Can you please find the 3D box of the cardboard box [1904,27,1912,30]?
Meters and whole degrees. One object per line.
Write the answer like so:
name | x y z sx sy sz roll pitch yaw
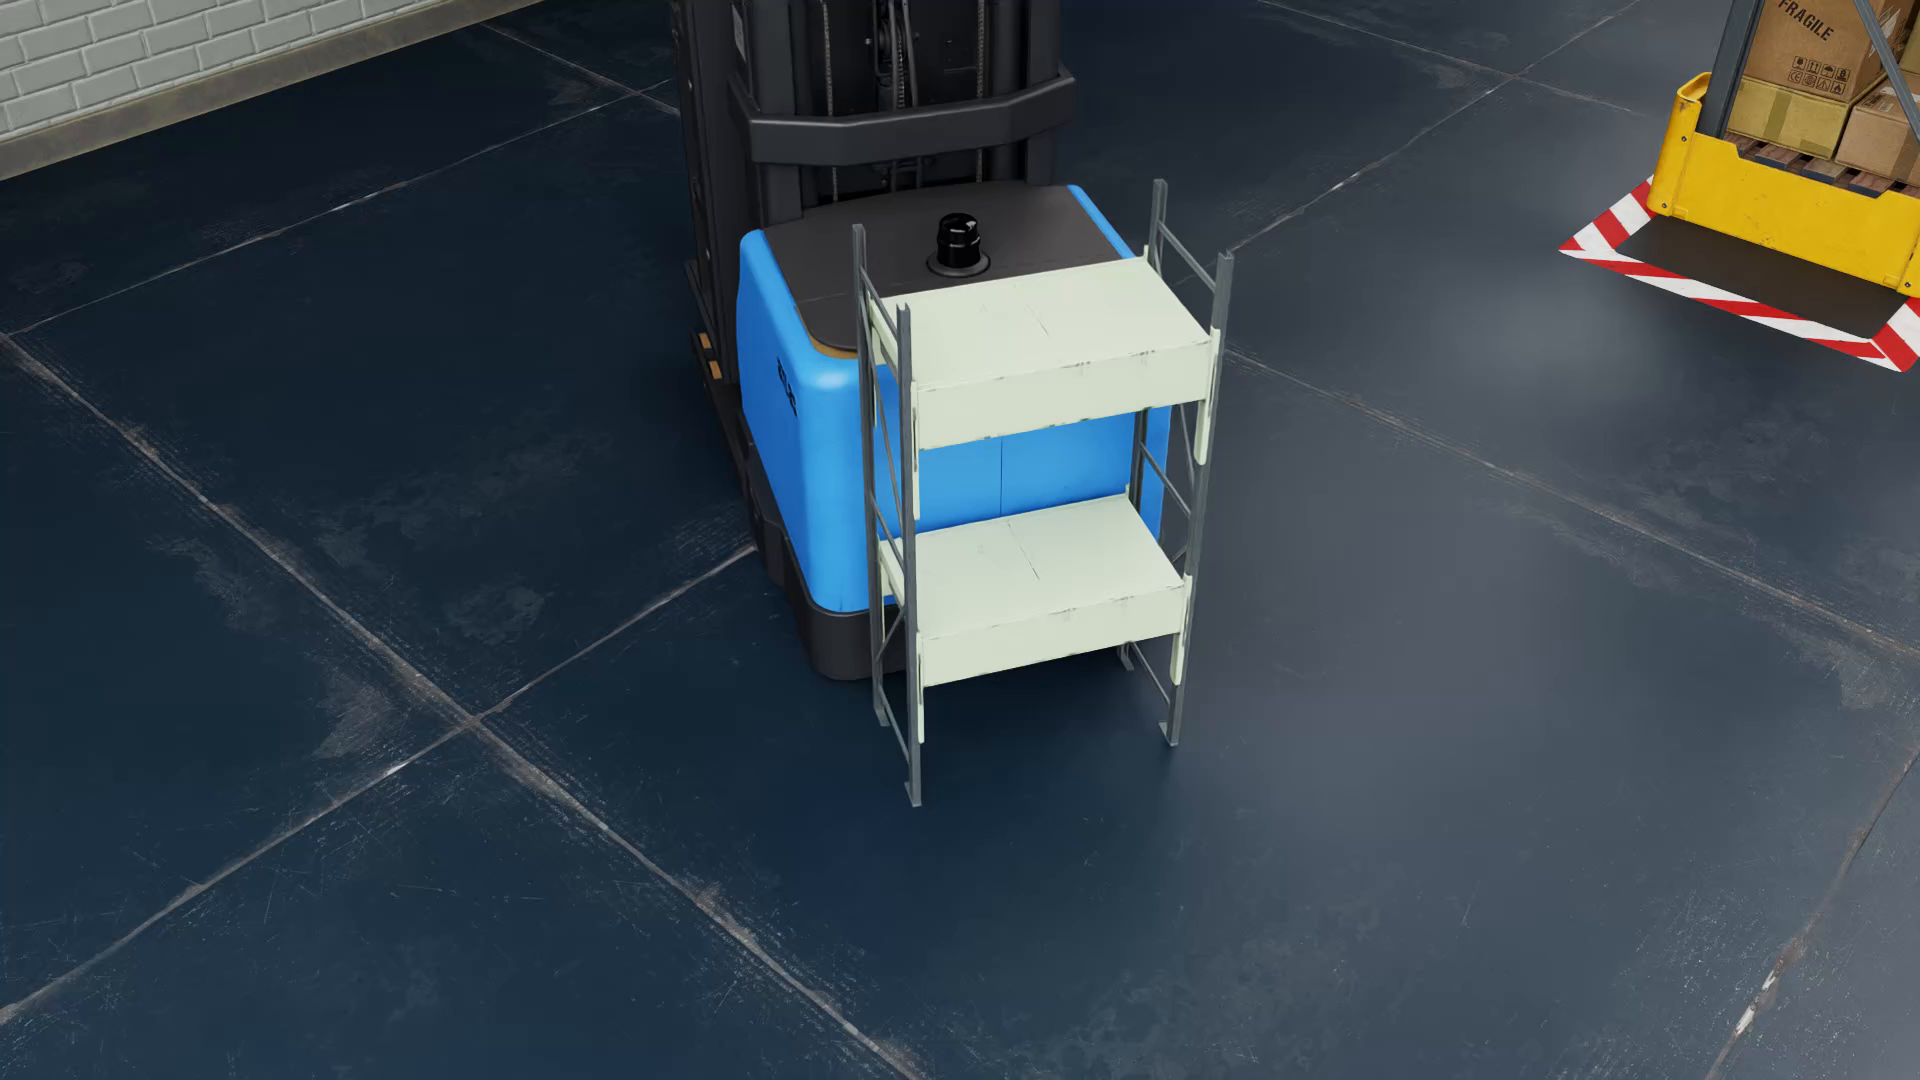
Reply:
cardboard box | 4.242 -2.347 7.664 0.500 0.250 0.500 30 47 32

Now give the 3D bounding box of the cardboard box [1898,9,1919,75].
cardboard box | 4.296 -2.189 6.862 0.500 0.500 0.500 30 47 32

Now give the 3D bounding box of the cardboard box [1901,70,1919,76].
cardboard box | 4.295 -1.896 7.096 0.500 0.250 0.500 30 47 32

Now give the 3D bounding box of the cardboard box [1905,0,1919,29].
cardboard box | 4.240 -2.642 7.432 0.500 0.500 0.500 30 47 32

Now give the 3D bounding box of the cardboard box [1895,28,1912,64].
cardboard box | 3.906 -2.117 7.374 0.500 0.250 0.500 30 47 32

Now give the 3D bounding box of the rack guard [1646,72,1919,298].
rack guard | 3.418 -1.434 6.652 1.175 0.500 0.348 30 47 32

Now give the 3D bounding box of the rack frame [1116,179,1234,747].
rack frame | 0.525 -0.142 4.224 0.023 1.500 0.400 -11 40 -14

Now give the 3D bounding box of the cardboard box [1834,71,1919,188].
cardboard box | 3.960 -1.665 6.805 0.500 0.250 0.500 30 47 32

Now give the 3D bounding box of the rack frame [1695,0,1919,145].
rack frame | 3.434 -2.424 5.888 1.000 3.000 0.127 30 47 32

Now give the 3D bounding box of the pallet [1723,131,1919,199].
pallet | 3.919 -1.701 7.220 1.003 0.211 1.213 30 47 32

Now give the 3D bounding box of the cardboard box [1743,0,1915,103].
cardboard box | 3.576 -2.177 6.846 0.500 0.500 0.500 30 47 32

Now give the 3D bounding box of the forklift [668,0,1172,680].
forklift | -0.332 -1.678 5.006 1.130 2.935 3.031 -11 40 -13

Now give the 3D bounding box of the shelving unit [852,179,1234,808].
shelving unit | 0.177 -0.073 4.137 0.755 1.500 0.431 -11 40 -14

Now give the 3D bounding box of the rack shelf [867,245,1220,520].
rack shelf | 0.177 -0.379 3.894 0.720 0.370 0.431 -11 40 -14

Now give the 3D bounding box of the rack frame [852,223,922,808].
rack frame | -0.172 -0.004 4.050 0.023 1.500 0.400 -11 40 -14

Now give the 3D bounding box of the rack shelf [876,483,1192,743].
rack shelf | 0.177 0.182 4.340 0.720 0.370 0.431 -11 40 -14

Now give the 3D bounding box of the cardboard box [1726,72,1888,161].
cardboard box | 3.578 -1.882 7.079 0.500 0.250 0.500 30 47 32
